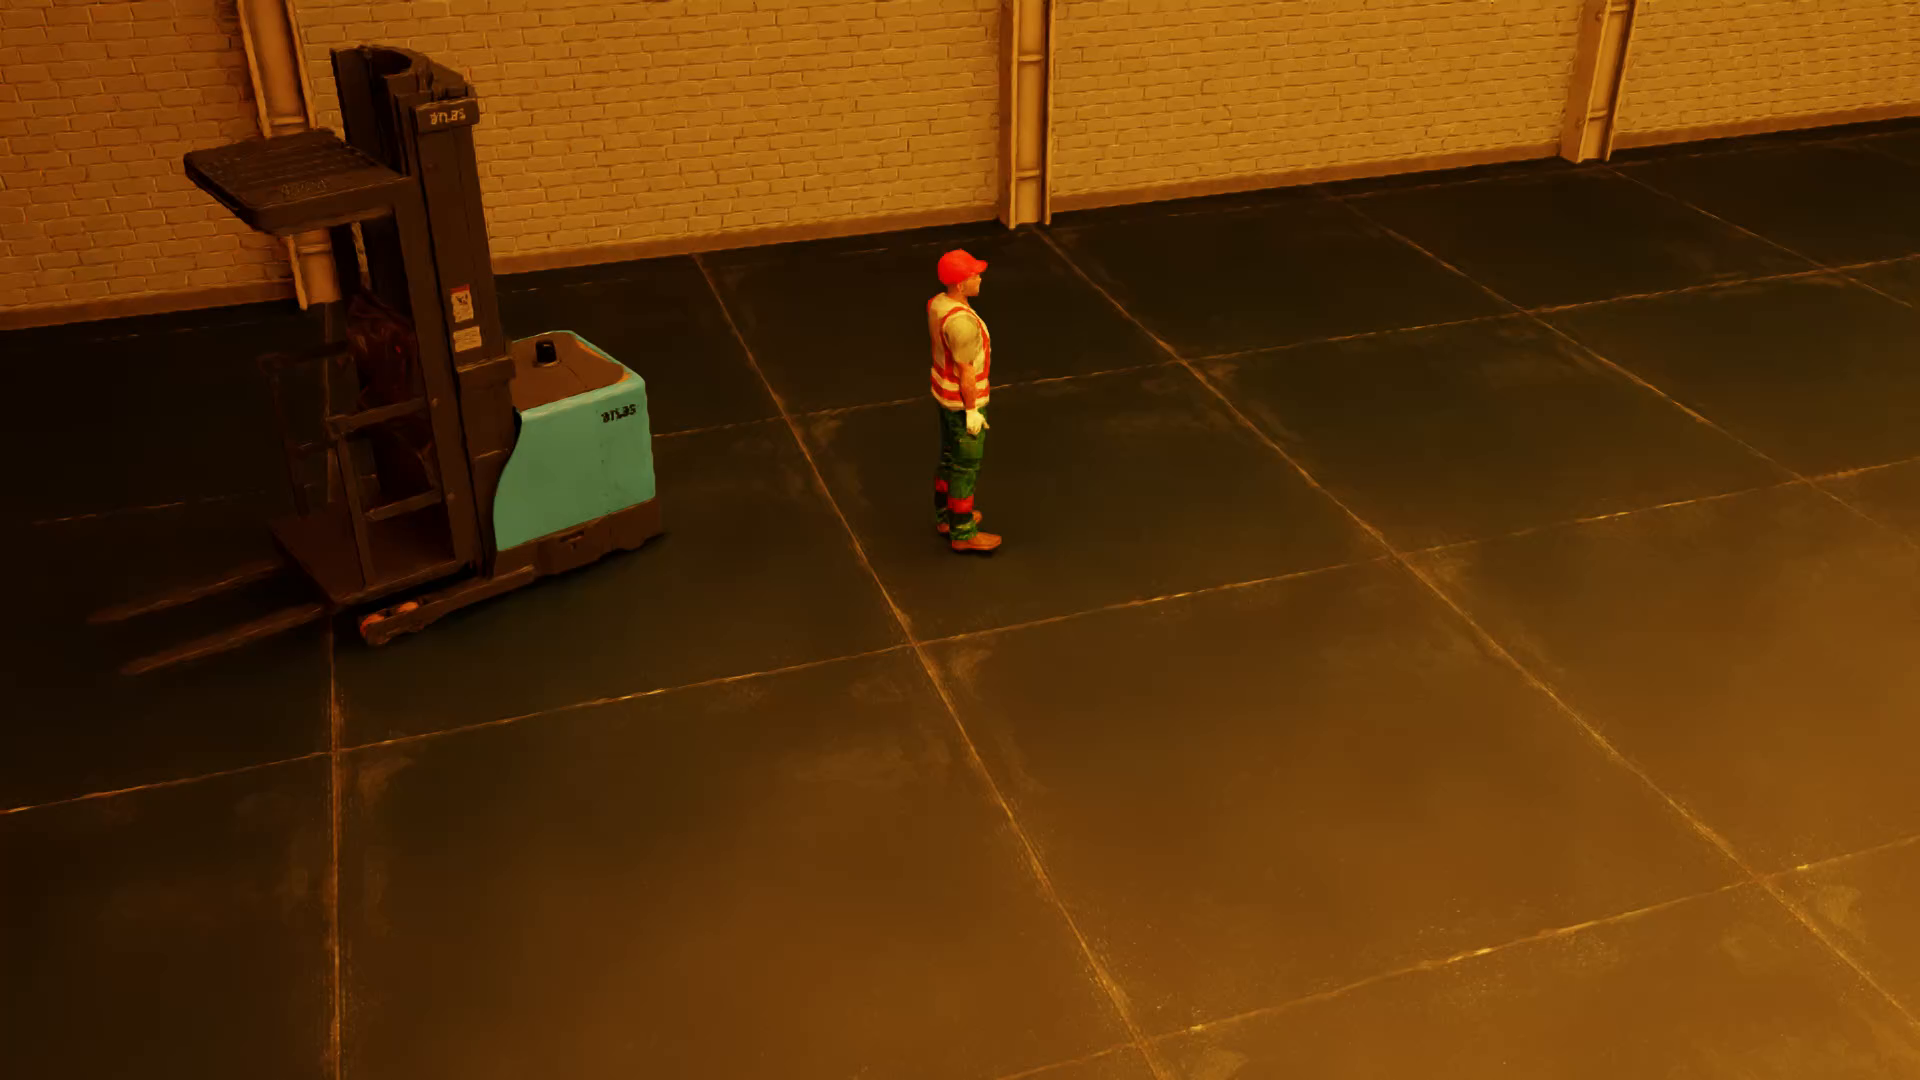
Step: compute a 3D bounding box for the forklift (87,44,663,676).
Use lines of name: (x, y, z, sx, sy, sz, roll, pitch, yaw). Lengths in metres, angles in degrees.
forklift: (-3.256, -0.996, 8.819, 3.031, 2.935, 1.130, -22, 36, -33)

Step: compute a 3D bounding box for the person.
person: (0.020, -0.815, 9.566, 0.349, 1.795, 0.540, -10, 31, -16)
